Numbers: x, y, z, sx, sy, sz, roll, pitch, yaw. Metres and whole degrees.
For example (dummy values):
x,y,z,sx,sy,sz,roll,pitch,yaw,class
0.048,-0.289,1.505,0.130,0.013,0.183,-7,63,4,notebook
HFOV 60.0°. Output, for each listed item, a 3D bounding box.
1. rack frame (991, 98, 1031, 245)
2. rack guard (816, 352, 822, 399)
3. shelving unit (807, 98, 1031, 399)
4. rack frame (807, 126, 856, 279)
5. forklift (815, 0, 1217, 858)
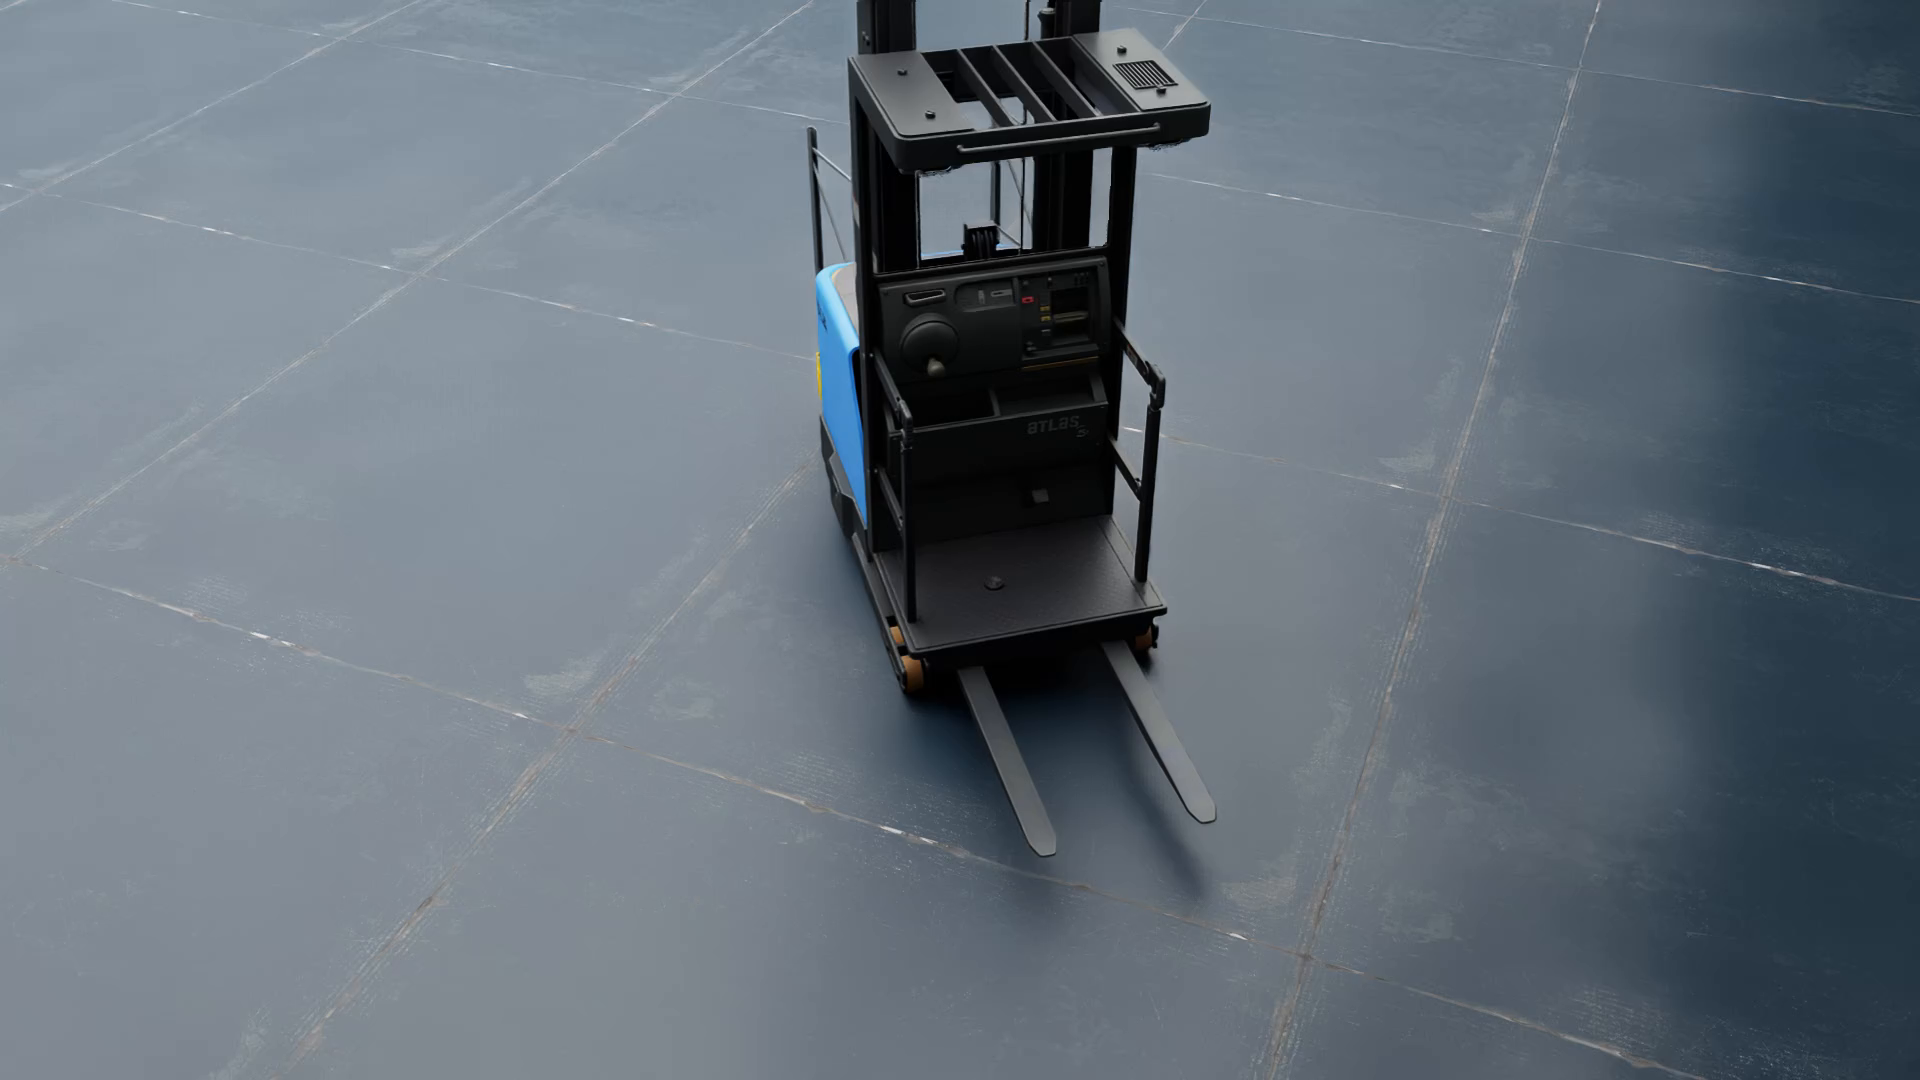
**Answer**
x,y,z,sx,sy,sz,roll,pitch,yaw,class
0.296,-1.524,8.536,0.032,1.500,0.500,-19,41,-23,rack frame
-0.572,-0.728,8.516,0.087,0.250,0.587,-19,41,-23,rack guard
-0.139,-1.376,8.338,1.083,1.500,0.587,-19,41,-23,shelving unit
-0.589,-1.223,8.134,0.032,1.500,0.500,-19,41,-23,rack frame
0.205,-0.801,6.373,1.130,2.935,3.031,-9,38,-12,forklift
